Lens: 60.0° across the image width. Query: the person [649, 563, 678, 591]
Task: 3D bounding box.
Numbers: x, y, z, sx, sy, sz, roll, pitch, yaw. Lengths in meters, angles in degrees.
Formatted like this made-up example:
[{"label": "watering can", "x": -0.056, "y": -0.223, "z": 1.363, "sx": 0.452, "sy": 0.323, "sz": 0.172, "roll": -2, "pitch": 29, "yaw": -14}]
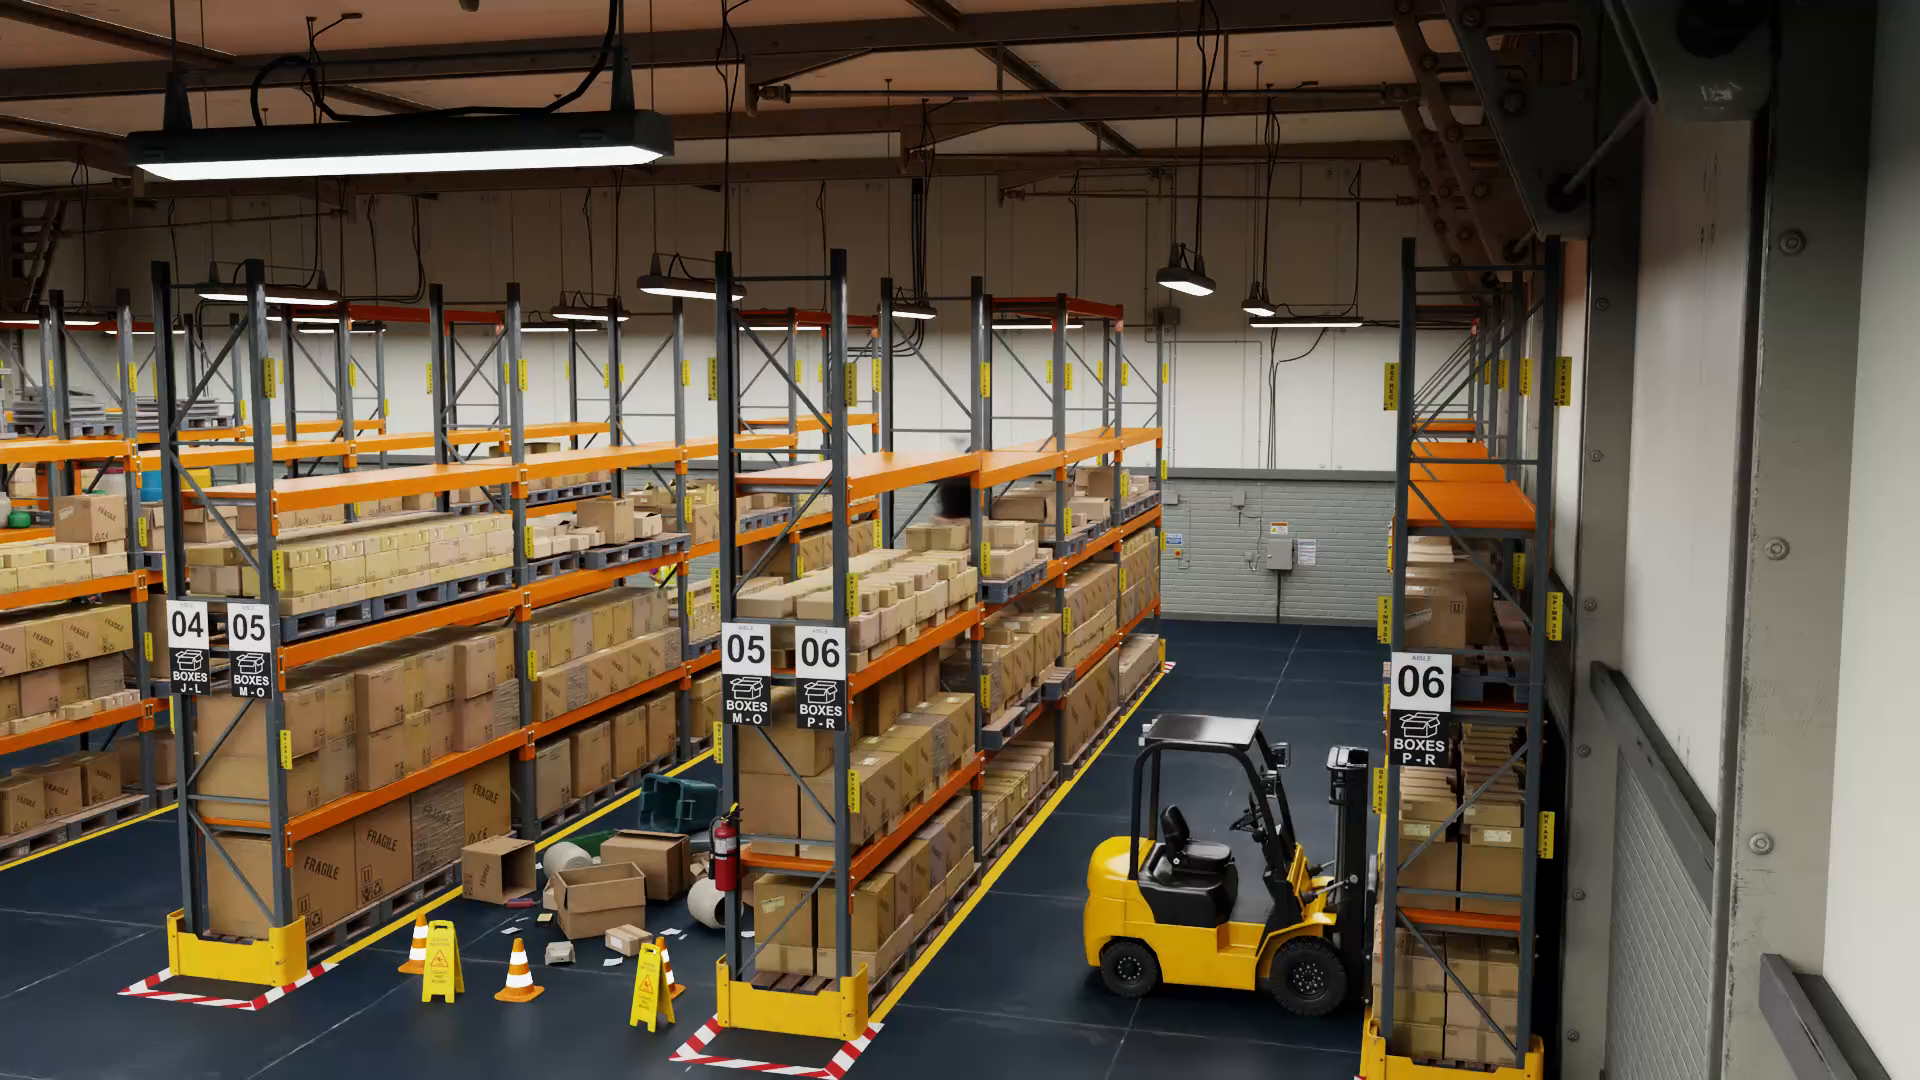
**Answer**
[{"label": "person", "x": -5.685, "y": 0.913, "z": 32.038, "sx": 0.677, "sy": 1.756, "sz": 0.934, "roll": -4, "pitch": 7, "yaw": -35}]
